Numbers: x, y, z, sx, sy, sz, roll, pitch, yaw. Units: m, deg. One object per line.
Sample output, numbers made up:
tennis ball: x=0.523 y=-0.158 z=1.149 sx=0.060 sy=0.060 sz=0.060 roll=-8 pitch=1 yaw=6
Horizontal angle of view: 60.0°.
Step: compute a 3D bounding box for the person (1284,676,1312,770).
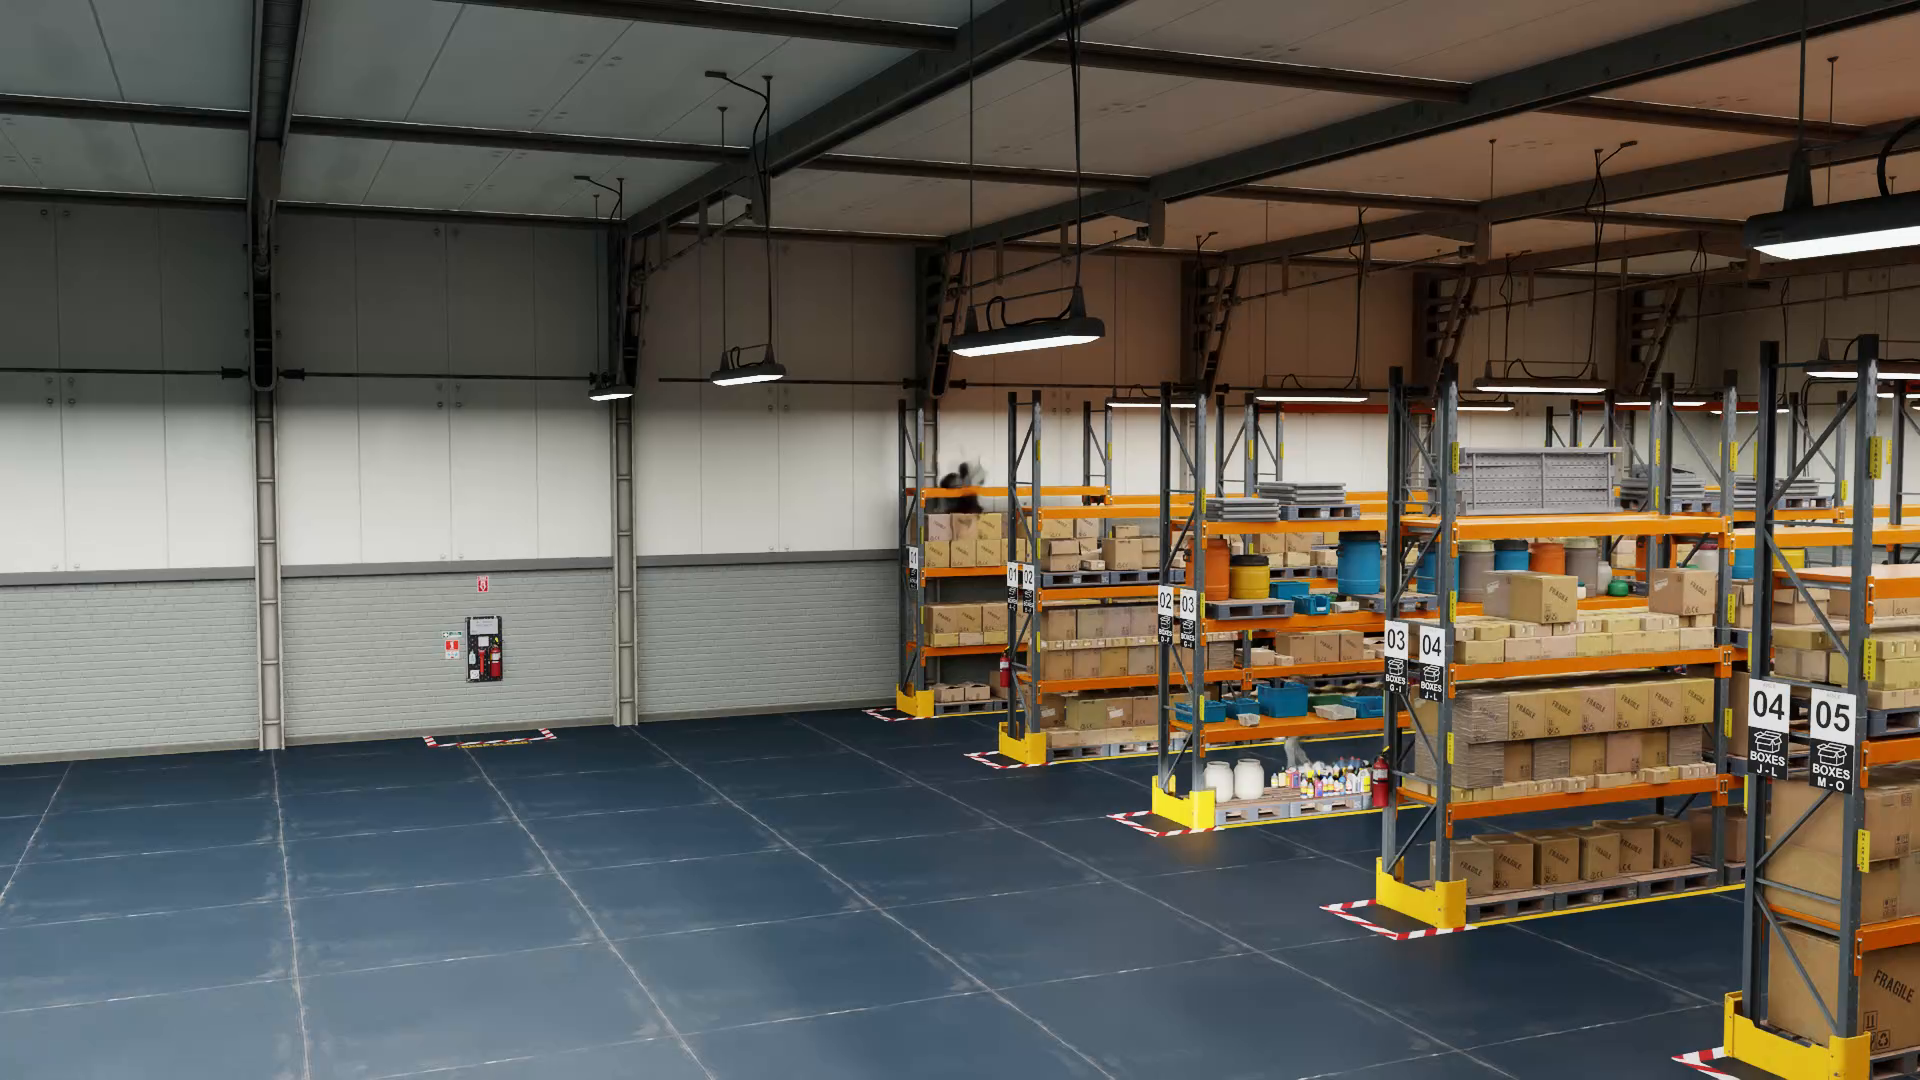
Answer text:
person: x=5.099 y=2.880 z=25.288 sx=0.676 sy=1.642 sz=0.516 roll=-1 pitch=4 yaw=-24
